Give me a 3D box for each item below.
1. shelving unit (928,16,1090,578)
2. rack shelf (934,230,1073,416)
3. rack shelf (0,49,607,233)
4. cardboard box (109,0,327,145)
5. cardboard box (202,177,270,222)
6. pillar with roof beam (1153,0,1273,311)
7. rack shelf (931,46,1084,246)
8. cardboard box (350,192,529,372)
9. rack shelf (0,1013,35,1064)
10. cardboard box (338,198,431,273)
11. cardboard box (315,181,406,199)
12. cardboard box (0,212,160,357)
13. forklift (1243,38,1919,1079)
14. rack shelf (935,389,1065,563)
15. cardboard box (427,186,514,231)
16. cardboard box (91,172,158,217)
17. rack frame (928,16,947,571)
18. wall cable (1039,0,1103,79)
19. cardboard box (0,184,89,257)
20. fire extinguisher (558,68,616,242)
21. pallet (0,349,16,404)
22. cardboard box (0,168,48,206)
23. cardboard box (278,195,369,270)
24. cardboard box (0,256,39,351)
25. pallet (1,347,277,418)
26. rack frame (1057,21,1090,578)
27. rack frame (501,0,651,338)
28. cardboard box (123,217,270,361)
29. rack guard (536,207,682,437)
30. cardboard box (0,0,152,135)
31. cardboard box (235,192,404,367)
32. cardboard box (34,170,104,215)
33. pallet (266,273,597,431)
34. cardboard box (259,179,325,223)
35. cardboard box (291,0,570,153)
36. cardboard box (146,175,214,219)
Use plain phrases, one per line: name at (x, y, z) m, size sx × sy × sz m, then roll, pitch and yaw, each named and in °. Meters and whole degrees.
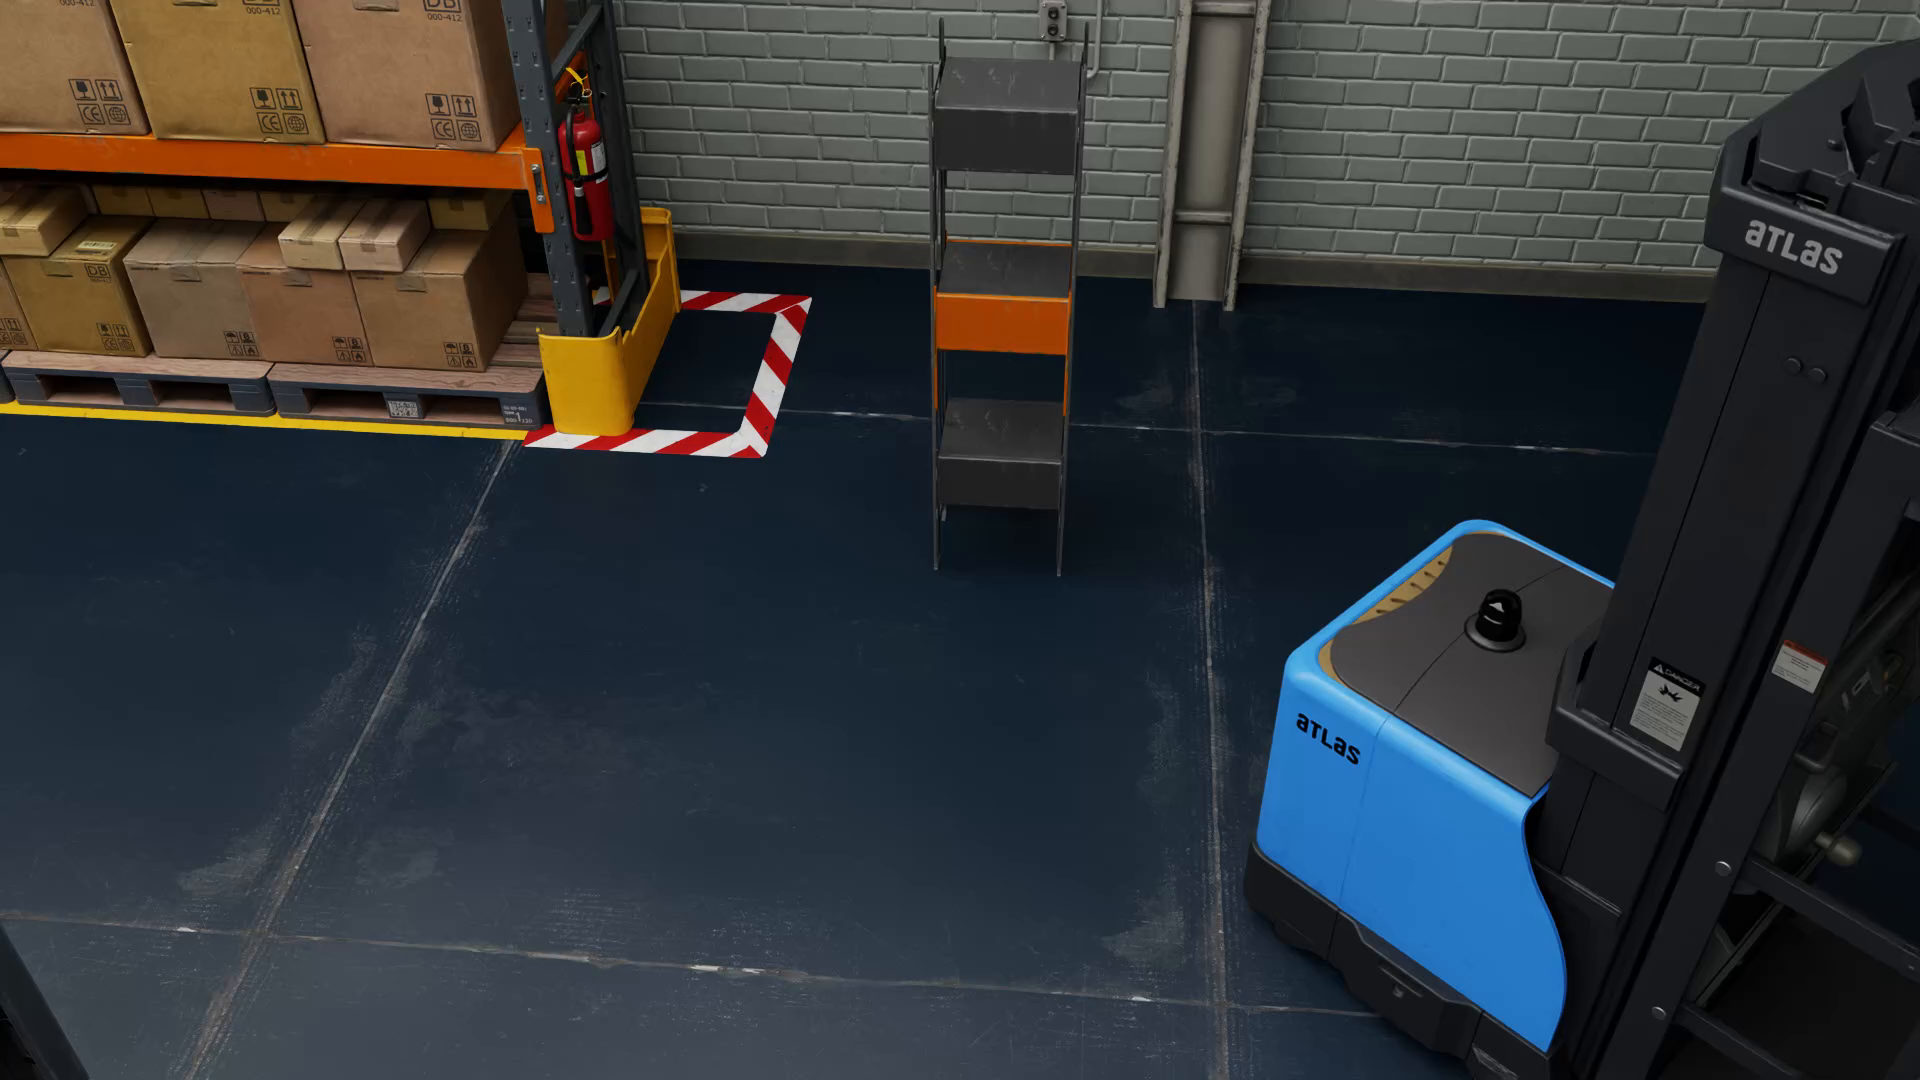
shelving unit at (0.165, -0.805, 6.076) m, size 0.503 × 2.100 × 0.431 m, roll 3°, pitch 39°, yaw 4°
rack shelf at (0.165, -0.795, 6.085) m, size 0.480 × 0.518 × 0.431 m, roll 3°, pitch 39°, yaw 4°
rack shelf at (-3.598, -1.823, 7.184) m, size 4.000 × 0.370 × 1.077 m, roll 3°, pitch 39°, yaw 4°
cardboard box at (-2.840, -2.164, 6.795) m, size 0.700 × 0.700 × 0.980 m, roll 3°, pitch 39°, yaw 3°
cardboard box at (-3.177, -1.587, 7.457) m, size 0.250 × 0.149 × 0.380 m, roll 4°, pitch 39°, yaw 4°
pillar with roof beam at (0.788, -2.009, 2.090) m, size 0.400 × 9.000 × 9.100 m, roll 3°, pitch 39°, yaw 4°
rack shelf at (0.165, -1.338, 5.643) m, size 0.480 × 0.518 × 0.431 m, roll 3°, pitch 39°, yaw 4°
cardboard box at (-2.311, -1.162, 7.449) m, size 0.500 × 0.500 × 0.700 m, roll 3°, pitch 39°, yaw 4°
rack shelf at (-4.022, 1.292, 3.356) m, size 4.000 × 0.370 × 1.077 m, roll 3°, pitch 39°, yaw 4°
cardboard box at (-2.455, -1.306, 7.112) m, size 0.250 × 0.149 × 0.380 m, roll 3°, pitch 39°, yaw 3°
cardboard box at (-2.674, -1.560, 7.424) m, size 0.250 × 0.149 × 0.380 m, roll 3°, pitch 39°, yaw 4°
cardboard box at (-3.843, -1.241, 7.546) m, size 0.500 × 0.500 × 0.700 m, roll 4°, pitch 39°, yaw 5°
forklift at (2.282, 0.487, 3.830) m, size 1.130 × 2.935 × 3.031 m, roll -31°, pitch 49°, yaw -33°
rack shelf at (0.165, -0.252, 6.527) m, size 0.480 × 0.518 × 0.431 m, roll 3°, pitch 39°, yaw 4°
cardboard box at (-2.170, -1.533, 7.390) m, size 0.250 × 0.149 × 0.380 m, roll 3°, pitch 39°, yaw 4°
cardboard box at (-3.685, -1.615, 7.491) m, size 0.250 × 0.149 × 0.380 m, roll 2°, pitch 39°, yaw 3°
rack frame at (-0.078, -0.819, 6.092) m, size 0.015 × 2.100 × 0.400 m, roll 3°, pitch 39°, yaw 4°
wall cable at (-0.248, -2.913, 7.147) m, size 1.851 × 1.984 × 0.084 m, roll 3°, pitch 39°, yaw 4°
cardboard box at (-4.009, -1.389, 7.214) m, size 0.250 × 0.149 × 0.380 m, roll 2°, pitch 39°, yaw 3°
fire extinguisher at (-1.495, -1.520, 6.598) m, size 0.183 × 0.674 × 0.296 m, roll 3°, pitch 39°, yaw 4°
pallet at (-4.840, -1.039, 7.859) m, size 1.213 × 0.211 × 1.003 m, roll 3°, pitch 39°, yaw 4°
cardboard box at (-4.194, -1.642, 7.525) m, size 0.250 × 0.149 × 0.380 m, roll 2°, pitch 39°, yaw 2°
cardboard box at (-2.710, -1.319, 7.128) m, size 0.250 × 0.149 × 0.380 m, roll 4°, pitch 39°, yaw 5°
cardboard box at (-4.354, -1.270, 7.582) m, size 0.500 × 0.500 × 0.700 m, roll 3°, pitch 39°, yaw 3°
pallet at (-3.621, -0.974, 7.780) m, size 1.213 × 0.211 × 1.003 m, roll 3°, pitch 39°, yaw 4°
rack frame at (0.408, -0.792, 6.060) m, size 0.015 × 2.100 × 0.400 m, roll 3°, pitch 39°, yaw 4°
rack frame at (-1.605, -1.993, 6.823) m, size 0.127 × 3.000 × 1.000 m, roll 3°, pitch 39°, yaw 4°
cardboard box at (-3.311, -1.216, 7.515) m, size 0.500 × 0.500 × 0.700 m, roll 2°, pitch 39°, yaw 2°
rack guard at (-1.582, -1.023, 7.610) m, size 0.348 × 0.500 × 1.175 m, roll 3°, pitch 39°, yaw 4°
cardboard box at (-3.599, -2.211, 6.853) m, size 0.700 × 0.700 × 0.980 m, roll 1°, pitch 39°, yaw 2°
cardboard box at (-2.810, -1.189, 7.482) m, size 0.500 × 0.500 × 0.700 m, roll 3°, pitch 39°, yaw 4°
cardboard box at (-3.942, -1.628, 7.508) m, size 0.250 × 0.149 × 0.380 m, roll 4°, pitch 39°, yaw 4°
pallet at (-2.409, -0.906, 7.696) m, size 1.213 × 0.211 × 1.003 m, roll 3°, pitch 39°, yaw 4°
cardboard box at (-2.924, -1.574, 7.441) m, size 0.250 × 0.149 × 0.380 m, roll 3°, pitch 39°, yaw 4°
cardboard box at (-2.114, -2.131, 6.755) m, size 0.700 × 0.700 × 0.980 m, roll 5°, pitch 39°, yaw 6°
cardboard box at (-3.433, -1.600, 7.474) m, size 0.250 × 0.149 × 0.380 m, roll 4°, pitch 39°, yaw 4°
